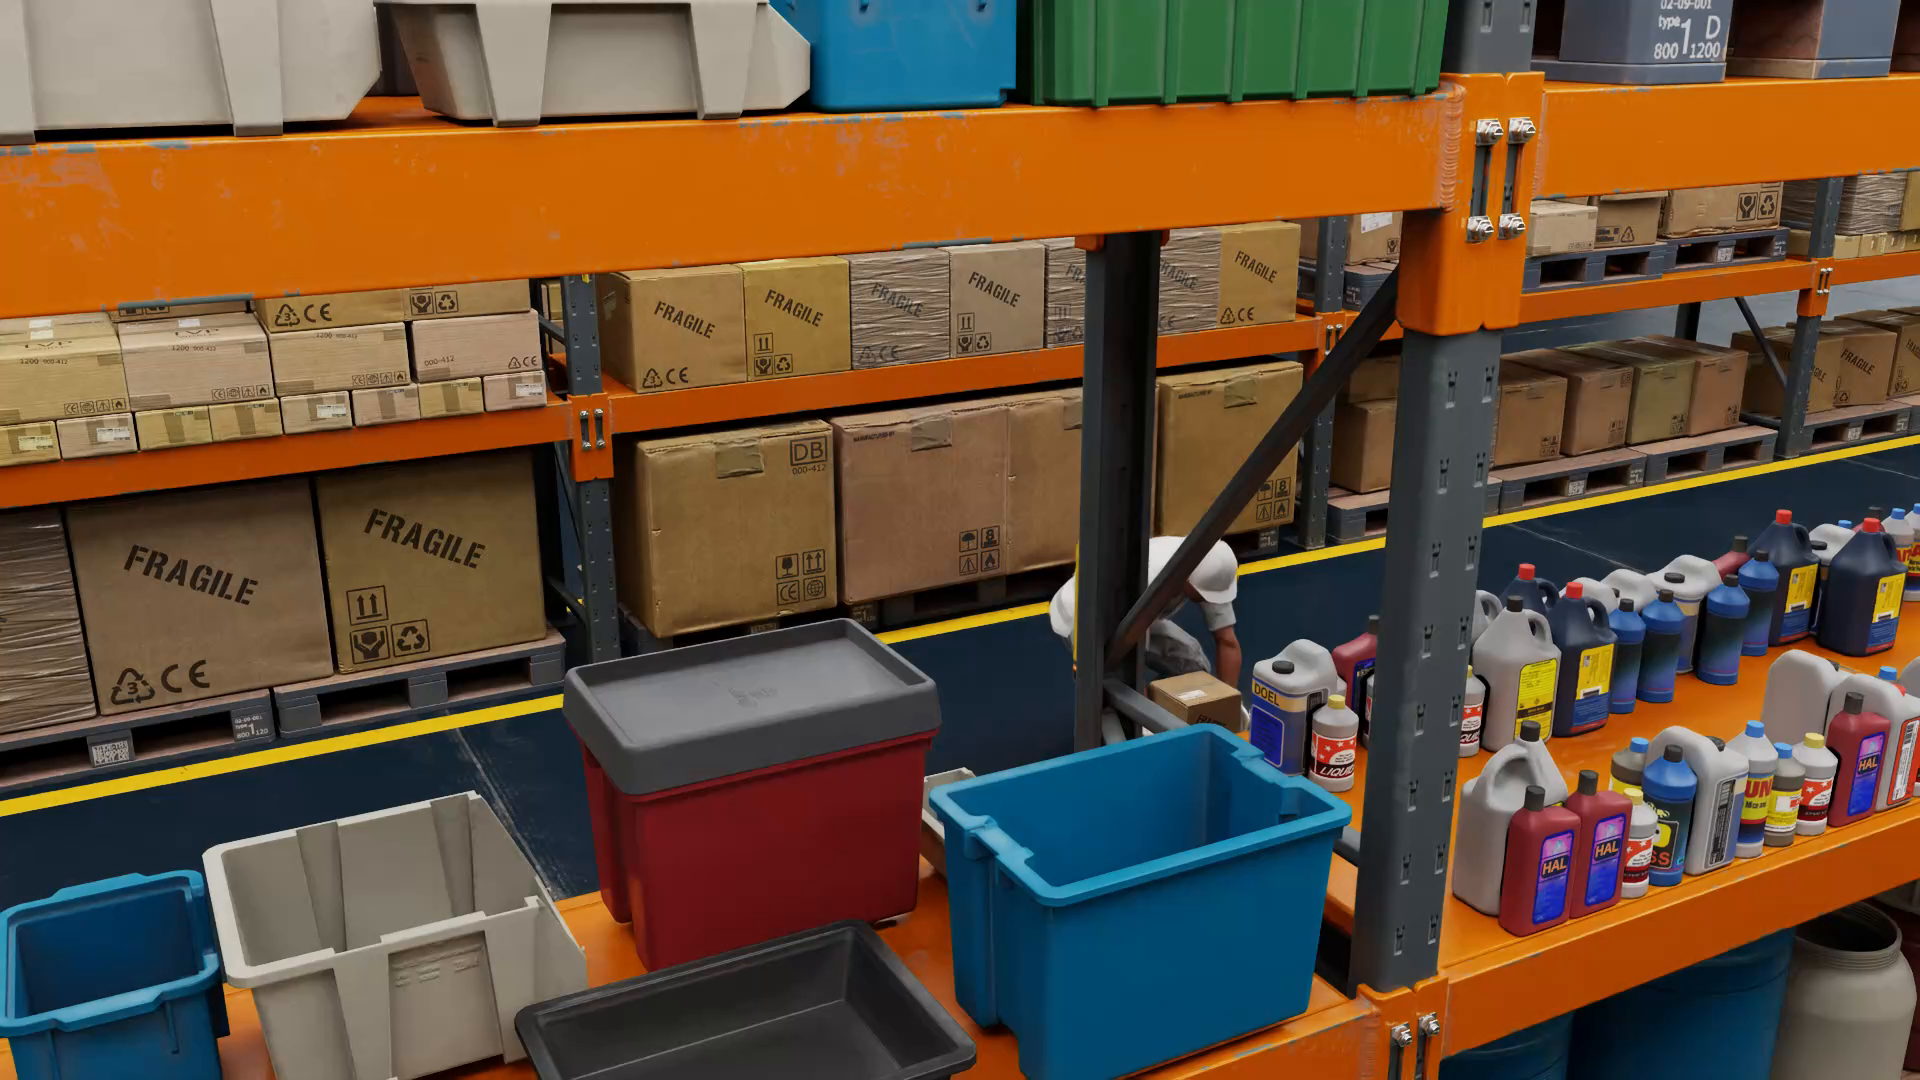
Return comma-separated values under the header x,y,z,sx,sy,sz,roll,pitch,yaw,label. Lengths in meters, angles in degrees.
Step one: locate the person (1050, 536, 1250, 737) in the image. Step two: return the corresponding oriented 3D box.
x,y,z,sx,sy,sz,roll,pitch,yaw,label
0.755,0.394,6.554,0.570,1.025,0.899,-10,21,-27,person
